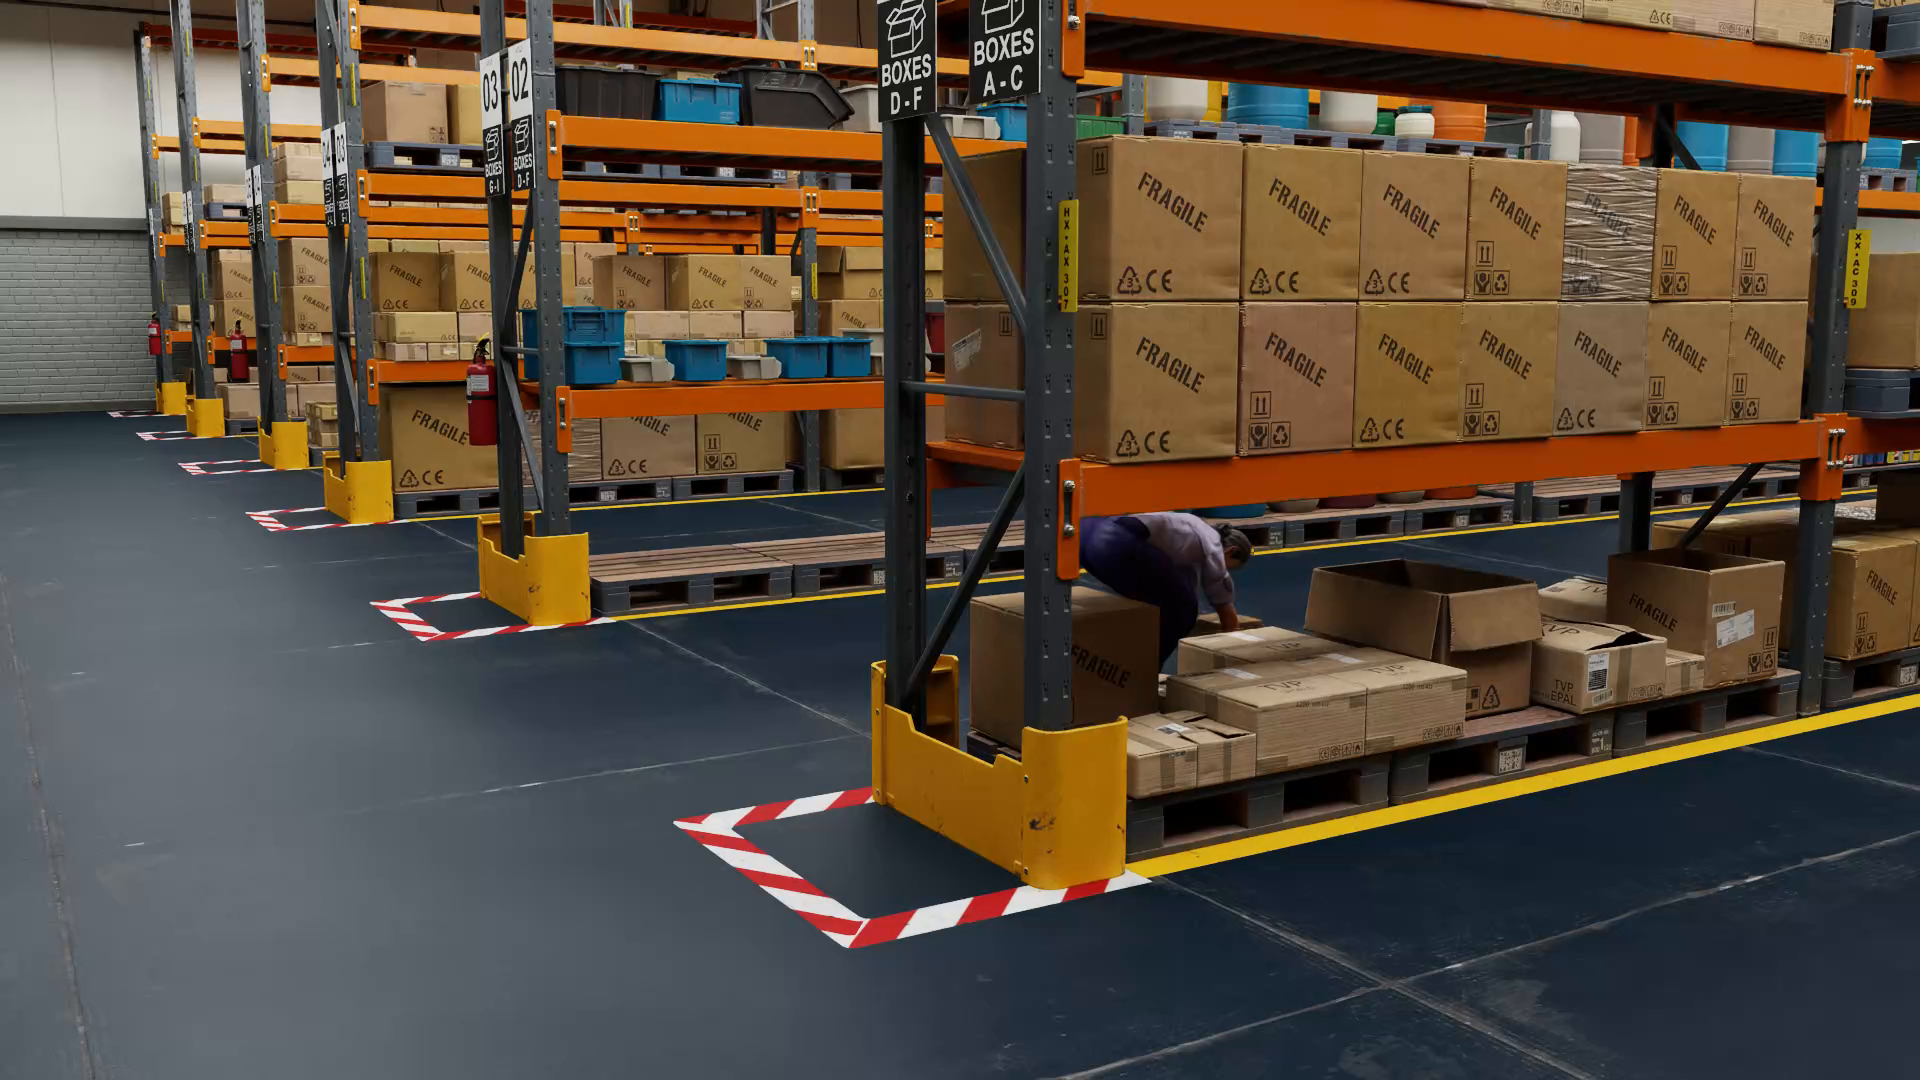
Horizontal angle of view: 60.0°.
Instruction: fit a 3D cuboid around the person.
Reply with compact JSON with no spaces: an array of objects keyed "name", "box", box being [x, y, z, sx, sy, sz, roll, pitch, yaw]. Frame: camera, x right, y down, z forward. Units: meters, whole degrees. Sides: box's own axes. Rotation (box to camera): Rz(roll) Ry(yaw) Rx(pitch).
[{"name":"person","box":[0.967,0.258,7.780,0.898,0.881,0.497,-3,9,-21]}]
